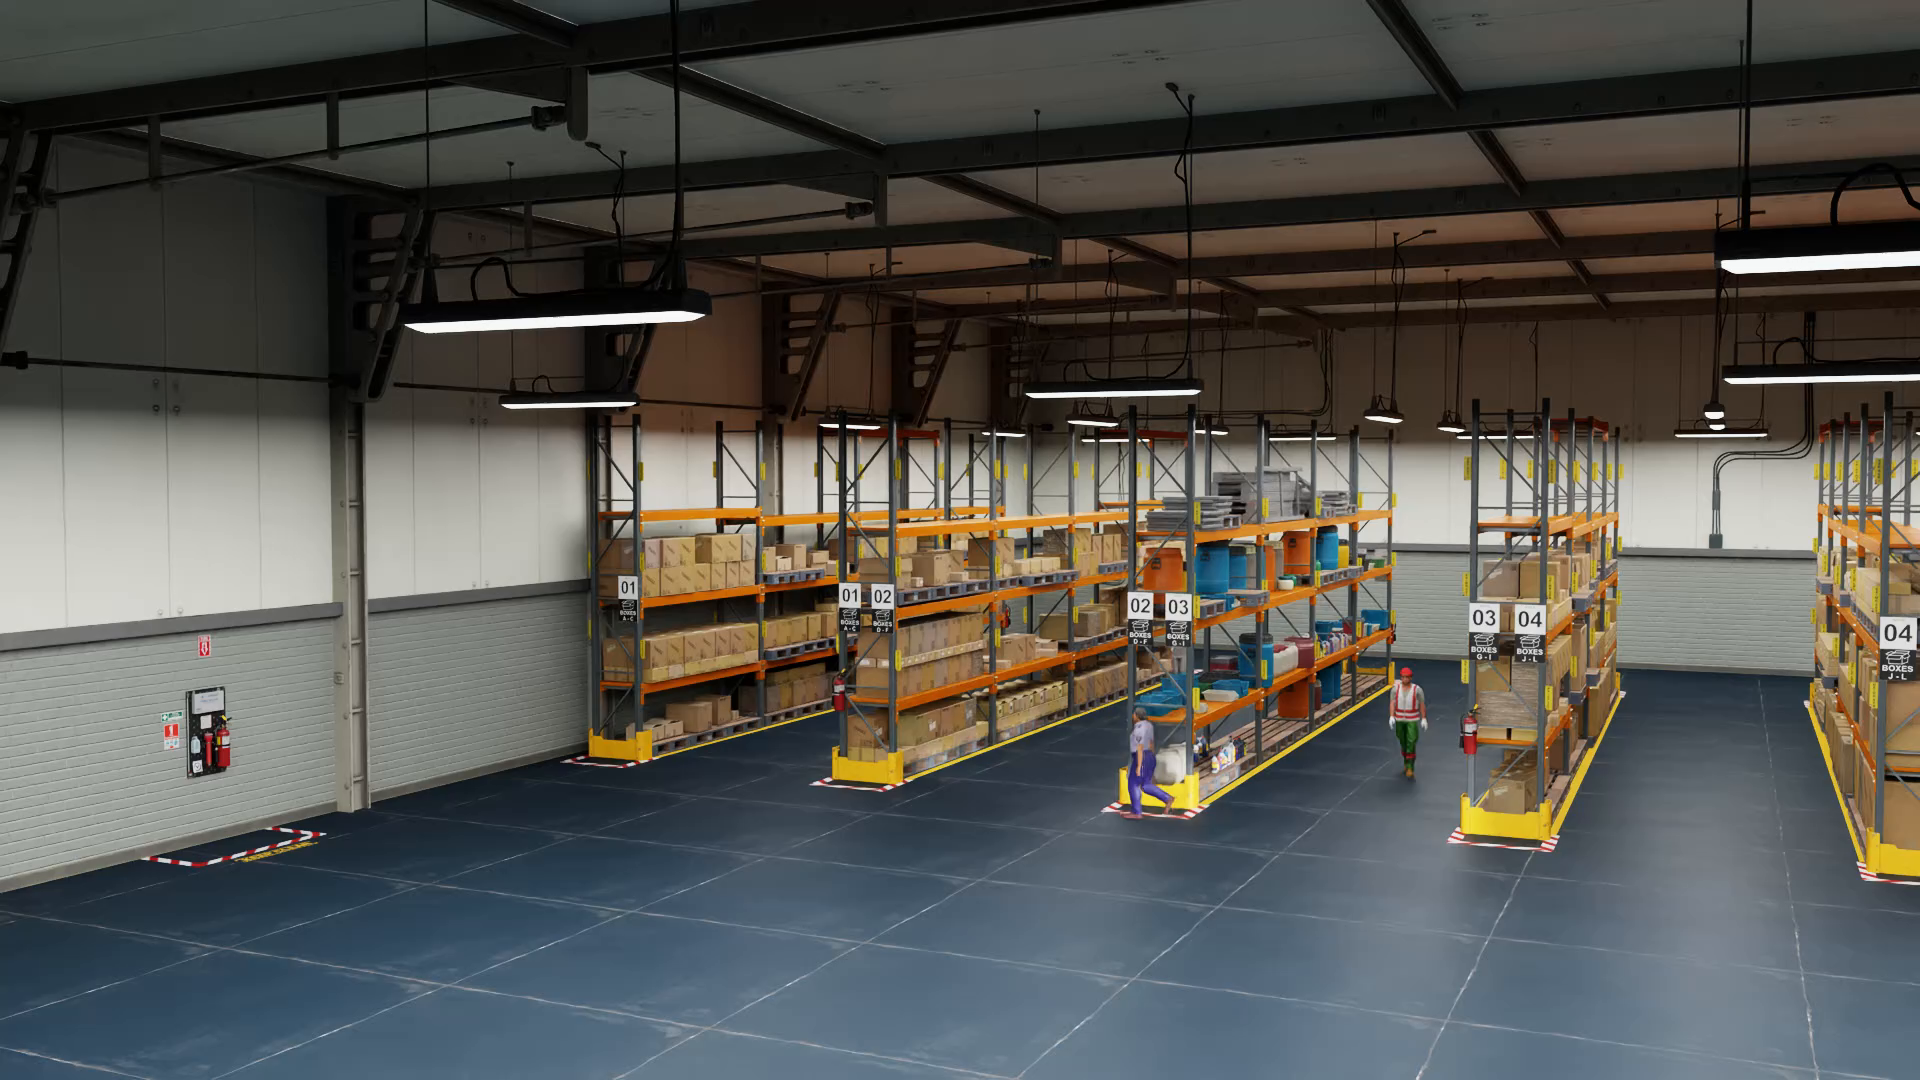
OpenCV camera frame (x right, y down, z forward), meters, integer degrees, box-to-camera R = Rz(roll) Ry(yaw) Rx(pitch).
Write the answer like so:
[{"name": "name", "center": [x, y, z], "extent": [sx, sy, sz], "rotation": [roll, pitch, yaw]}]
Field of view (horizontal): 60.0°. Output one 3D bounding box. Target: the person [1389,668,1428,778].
[{"name": "person", "center": [7.343, 2.972, 27.333], "extent": [0.587, 1.742, 0.926], "rotation": [1, 3, 31]}]

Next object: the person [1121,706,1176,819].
[{"name": "person", "center": [2.704, 3.202, 23.895], "extent": [0.751, 1.602, 0.489], "rotation": [1, 2, 18]}]

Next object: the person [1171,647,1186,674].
[{"name": "person", "center": [4.936, 2.663, 37.304], "extent": [0.467, 1.598, 0.408], "rotation": [1, 3, 31]}]
